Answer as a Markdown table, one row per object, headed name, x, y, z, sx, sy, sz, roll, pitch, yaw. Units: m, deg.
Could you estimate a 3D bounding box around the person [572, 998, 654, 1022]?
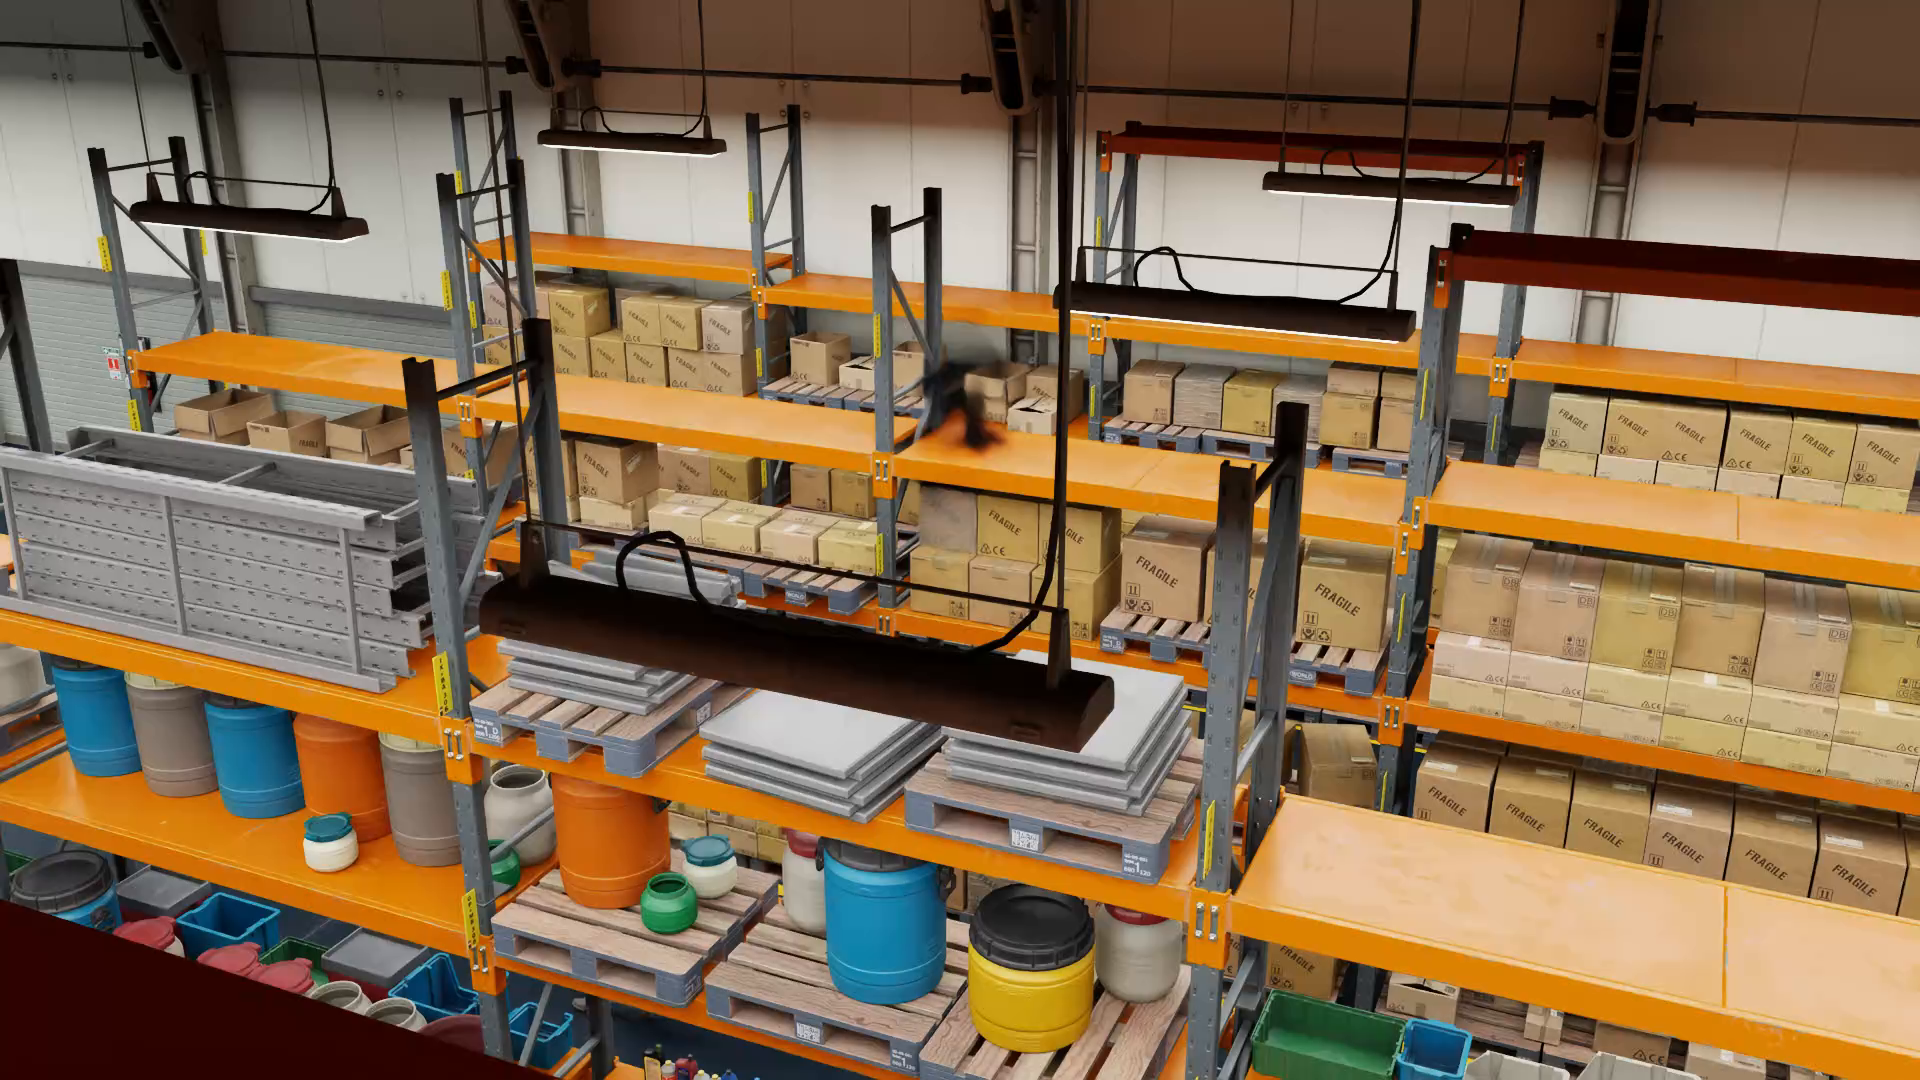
| name | x | y | z | sx | sy | sz | roll | pitch | yaw |
| --- | --- | --- | --- | --- | --- | --- | --- | --- | --- |
| person | -2.609 | 2.869 | 12.549 | 0.868 | 1.760 | 0.669 | 6 | 21 | 16 |
